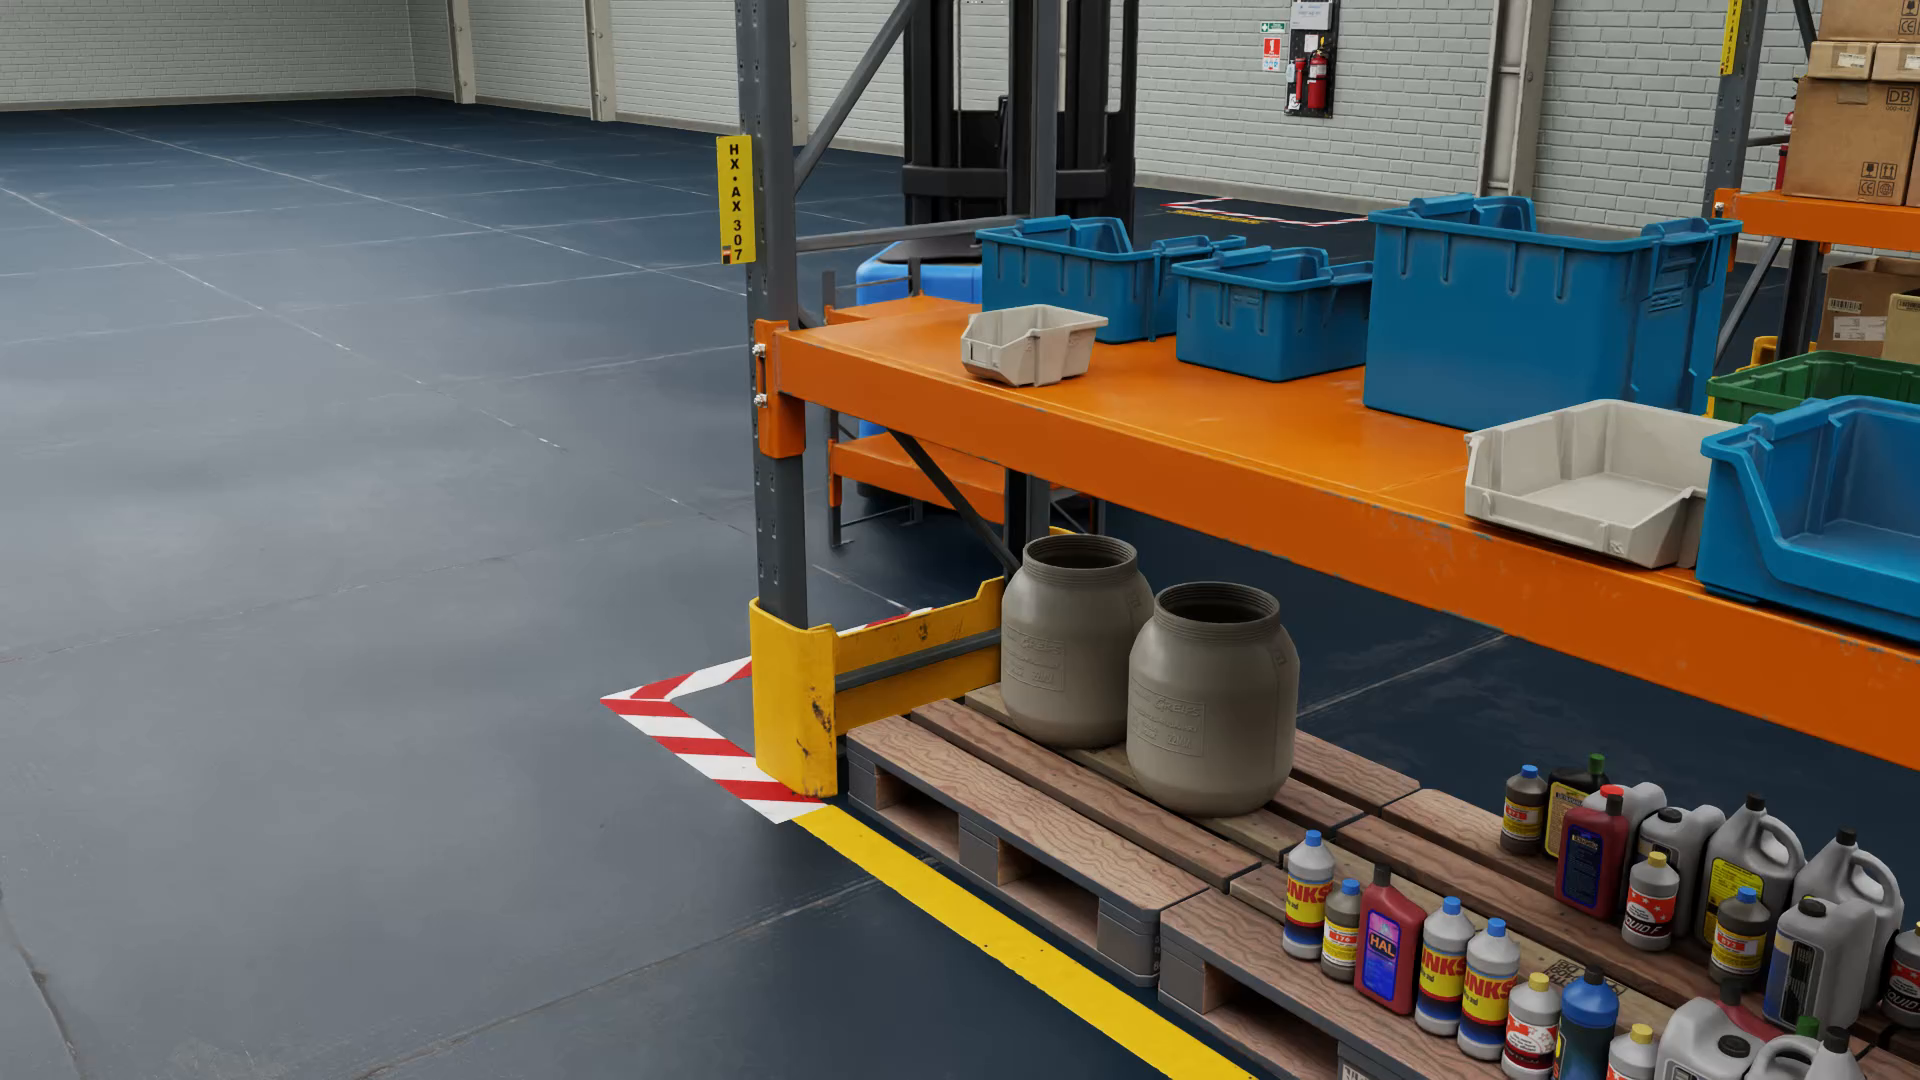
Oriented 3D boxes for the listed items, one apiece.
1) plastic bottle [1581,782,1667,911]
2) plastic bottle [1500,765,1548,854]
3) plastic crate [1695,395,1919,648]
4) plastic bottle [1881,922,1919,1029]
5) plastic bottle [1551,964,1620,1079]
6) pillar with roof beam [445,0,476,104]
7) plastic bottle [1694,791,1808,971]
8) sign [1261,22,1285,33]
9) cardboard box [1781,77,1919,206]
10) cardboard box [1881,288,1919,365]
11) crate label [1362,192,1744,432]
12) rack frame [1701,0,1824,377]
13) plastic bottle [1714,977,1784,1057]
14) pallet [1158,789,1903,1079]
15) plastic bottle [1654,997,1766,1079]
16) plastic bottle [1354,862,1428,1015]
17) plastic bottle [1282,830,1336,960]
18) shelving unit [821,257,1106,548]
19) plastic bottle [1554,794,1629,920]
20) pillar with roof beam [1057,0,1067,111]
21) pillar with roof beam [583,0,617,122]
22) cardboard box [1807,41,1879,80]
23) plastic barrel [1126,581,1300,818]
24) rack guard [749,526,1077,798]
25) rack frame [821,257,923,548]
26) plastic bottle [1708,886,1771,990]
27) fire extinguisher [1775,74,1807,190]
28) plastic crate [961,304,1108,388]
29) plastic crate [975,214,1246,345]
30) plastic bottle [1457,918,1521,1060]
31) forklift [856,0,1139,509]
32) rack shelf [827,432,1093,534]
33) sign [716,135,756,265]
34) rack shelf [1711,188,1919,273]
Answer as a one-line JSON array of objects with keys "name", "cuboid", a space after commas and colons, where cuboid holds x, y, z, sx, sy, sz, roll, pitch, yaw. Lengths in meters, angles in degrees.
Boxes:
[{"name": "plastic bottle", "cuboid": [1.474, 0.663, 3.721, 0.152, 0.276, 0.135, -14, 23, -36]}, {"name": "plastic bottle", "cuboid": [1.339, 0.631, 3.937, 0.097, 0.201, 0.097, 0, 18, 0]}, {"name": "plastic crate", "cuboid": [1.438, -0.019, 2.385, 0.499, 0.251, 0.616, -14, 23, -36]}, {"name": "plastic bottle", "cuboid": [1.888, 0.849, 3.279, 0.097, 0.201, 0.097, 0, 18, 0]}, {"name": "plastic bottle", "cuboid": [1.137, 0.897, 3.021, 0.097, 0.271, 0.097, 0, 18, 0]}, {"name": "pillar with roof beam", "cuboid": [-13.268, -12.185, 29.347, 9.100, 9.000, 0.400, -14, 23, -36]}, {"name": "plastic bottle", "cuboid": [1.666, 0.702, 3.485, 0.144, 0.351, 0.185, -13, 22, -34]}, {"name": "sign", "cuboid": [3.237, -5.302, 17.204, 0.001, 0.109, 0.331, -14, 23, -36]}, {"name": "cardboard box", "cuboid": [4.020, -1.751, 7.220, 0.700, 0.500, 0.500, -14, 23, -36]}, {"name": "cardboard box", "cuboid": [4.210, -0.773, 6.938, 0.500, 0.500, 0.500, -14, 23, -36]}, {"name": "crate label", "cuboid": [1.209, -0.472, 3.458, 0.502, 0.435, 0.616, -14, 23, -36]}, {"name": "rack frame", "cuboid": [3.740, -1.821, 7.591, 1.000, 3.000, 0.127, -14, 23, -36]}, {"name": "plastic bottle", "cuboid": [1.378, 0.920, 2.934, 0.061, 0.283, 0.133, -14, 23, -36]}, {"name": "pallet", "cuboid": [1.192, 0.979, 3.569, 1.003, 0.211, 1.213, -14, 23, -36]}, {"name": "plastic bottle", "cuboid": [1.295, 0.944, 2.872, 0.152, 0.276, 0.135, -13, 23, -35]}, {"name": "plastic bottle", "cuboid": [0.862, 0.792, 3.320, 0.061, 0.283, 0.133, -14, 23, -35]}, {"name": "plastic bottle", "cuboid": [0.736, 0.738, 3.501, 0.097, 0.271, 0.097, 0, 18, 0]}, {"name": "shelving unit", "cuboid": [0.008, -0.445, 6.418, 0.538, 1.125, 1.048, -17, 25, -42]}, {"name": "plastic bottle", "cuboid": [1.391, 0.680, 3.657, 0.061, 0.283, 0.133, -14, 23, -36]}, {"name": "pillar with roof beam", "cuboid": [-2.092, -7.750, 15.952, 9.100, 9.000, 0.400, -14, 23, -36]}, {"name": "pillar with roof beam", "cuboid": [-9.543, -10.707, 24.882, 9.100, 9.000, 0.400, -14, 23, -36]}, {"name": "cardboard box", "cuboid": [3.815, -2.038, 7.054, 0.380, 0.149, 0.250, -14, 23, -36]}, {"name": "plastic barrel", "cuboid": [0.634, 0.397, 4.182, 0.421, 0.512, 0.421, 0, 18, 0]}, {"name": "rack guard", "cuboid": [-0.061, 0.341, 5.038, 1.175, 0.500, 0.348, -14, 23, -36]}, {"name": "rack frame", "cuboid": [-0.348, -0.559, 6.762, 0.500, 1.125, 0.032, -17, 25, -42]}, {"name": "plastic bottle", "cuboid": [1.598, 0.807, 3.405, 0.097, 0.201, 0.097, 0, 18, 0]}, {"name": "fire extinguisher", "cuboid": [4.031, -1.904, 7.965, 0.296, 0.674, 0.183, -14, 23, -36]}, {"name": "plastic crate", "cuboid": [0.158, -0.447, 3.860, 0.298, 0.136, 0.250, -14, 23, -36]}, {"name": "plastic crate", "cuboid": [0.400, -0.720, 4.502, 0.499, 0.251, 0.616, -14, 23, -36]}, {"name": "plastic bottle", "cuboid": [1.011, 0.848, 3.172, 0.097, 0.271, 0.097, 0, 18, 0]}, {"name": "forklift", "cuboid": [0.322, -1.944, 8.072, 1.130, 2.935, 3.031, 3, 19, 10]}, {"name": "rack shelf", "cuboid": [0.008, -0.213, 6.495, 0.538, 0.278, 1.000, -17, 25, -42]}, {"name": "sign", "cuboid": [-0.579, -0.881, 4.310, 0.100, 0.325, 0.005, -14, 23, -36]}, {"name": "rack shelf", "cuboid": [4.982, -0.987, 6.216, 1.077, 0.370, 4.000, -14, 23, -36]}]
